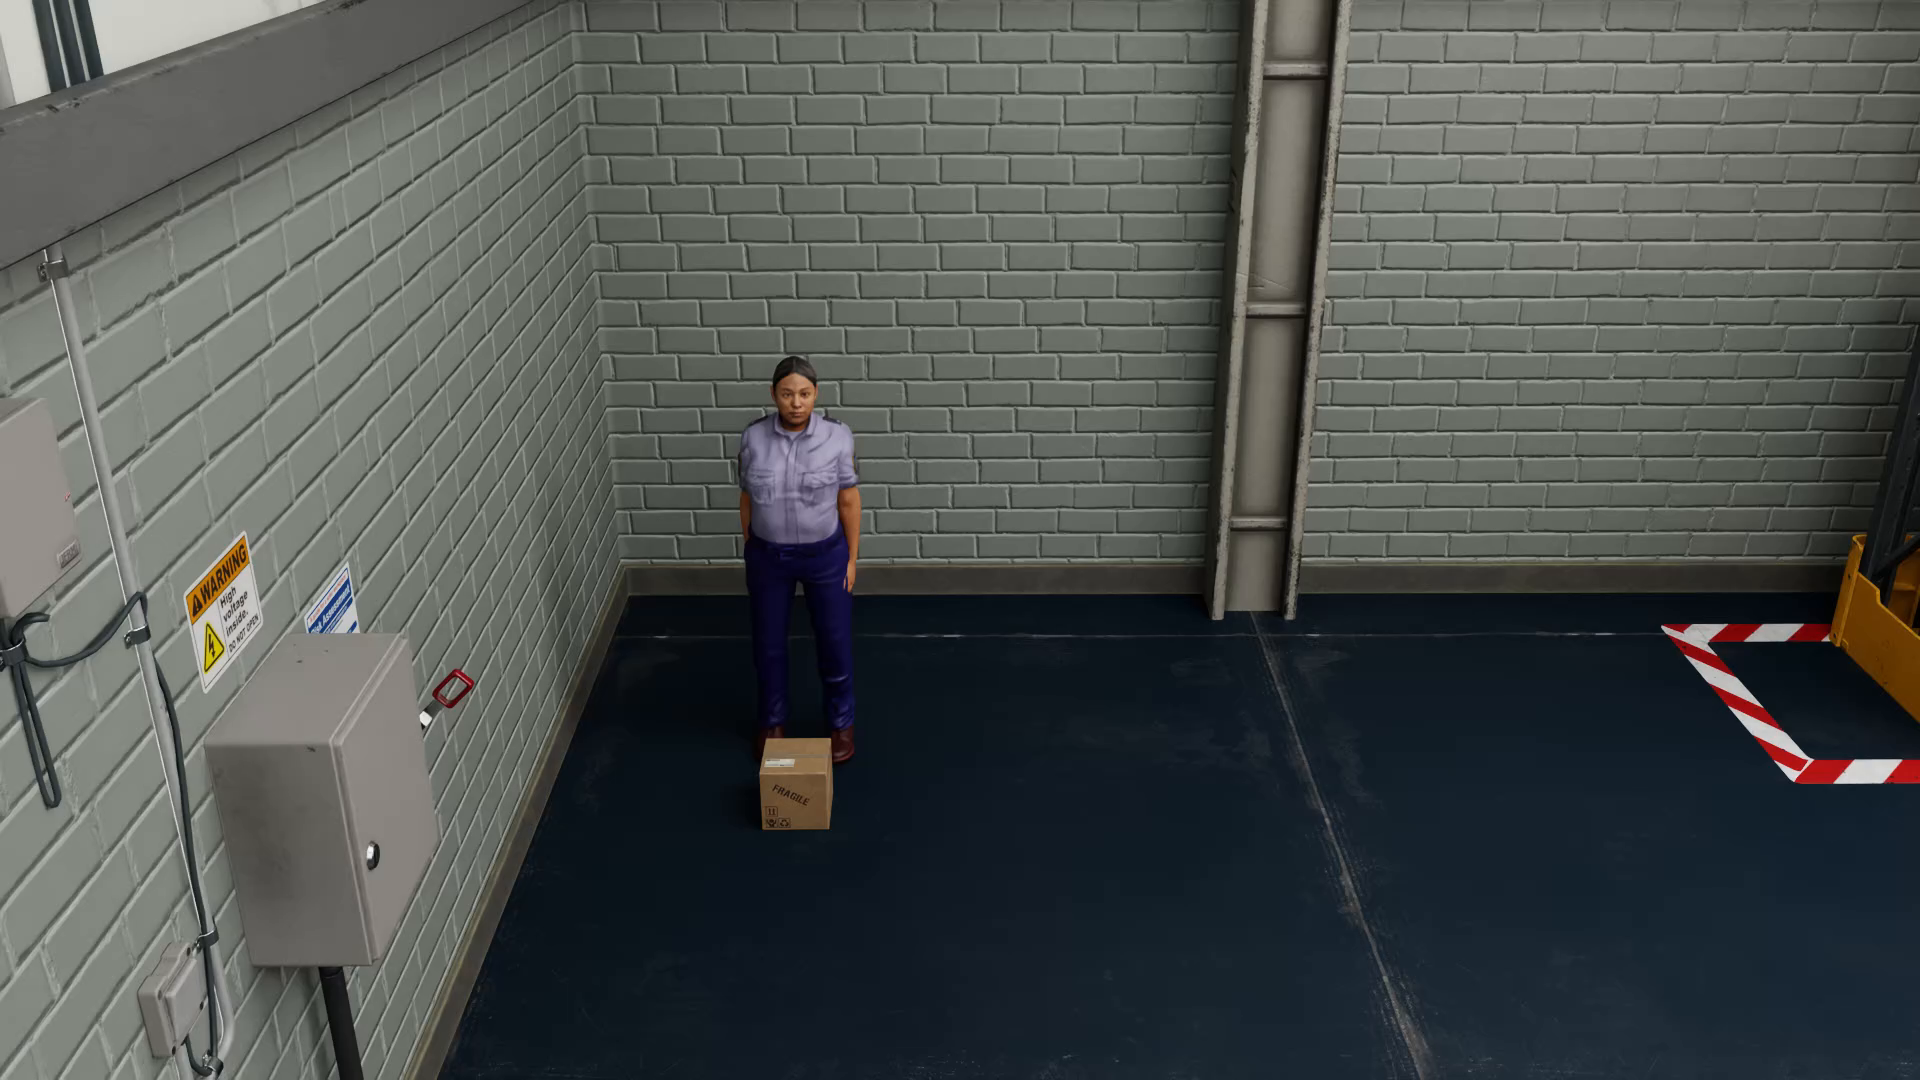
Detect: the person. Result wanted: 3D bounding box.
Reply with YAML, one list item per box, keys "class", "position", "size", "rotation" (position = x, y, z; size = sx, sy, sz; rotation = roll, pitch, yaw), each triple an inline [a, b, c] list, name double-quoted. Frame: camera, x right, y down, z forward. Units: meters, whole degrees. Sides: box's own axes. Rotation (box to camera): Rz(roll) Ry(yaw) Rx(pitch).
- class: "person"
  position: [-0.611, 0.088, 6.429]
  size: [0.466, 1.646, 0.343]
  rotation: [0, 24, 1]
